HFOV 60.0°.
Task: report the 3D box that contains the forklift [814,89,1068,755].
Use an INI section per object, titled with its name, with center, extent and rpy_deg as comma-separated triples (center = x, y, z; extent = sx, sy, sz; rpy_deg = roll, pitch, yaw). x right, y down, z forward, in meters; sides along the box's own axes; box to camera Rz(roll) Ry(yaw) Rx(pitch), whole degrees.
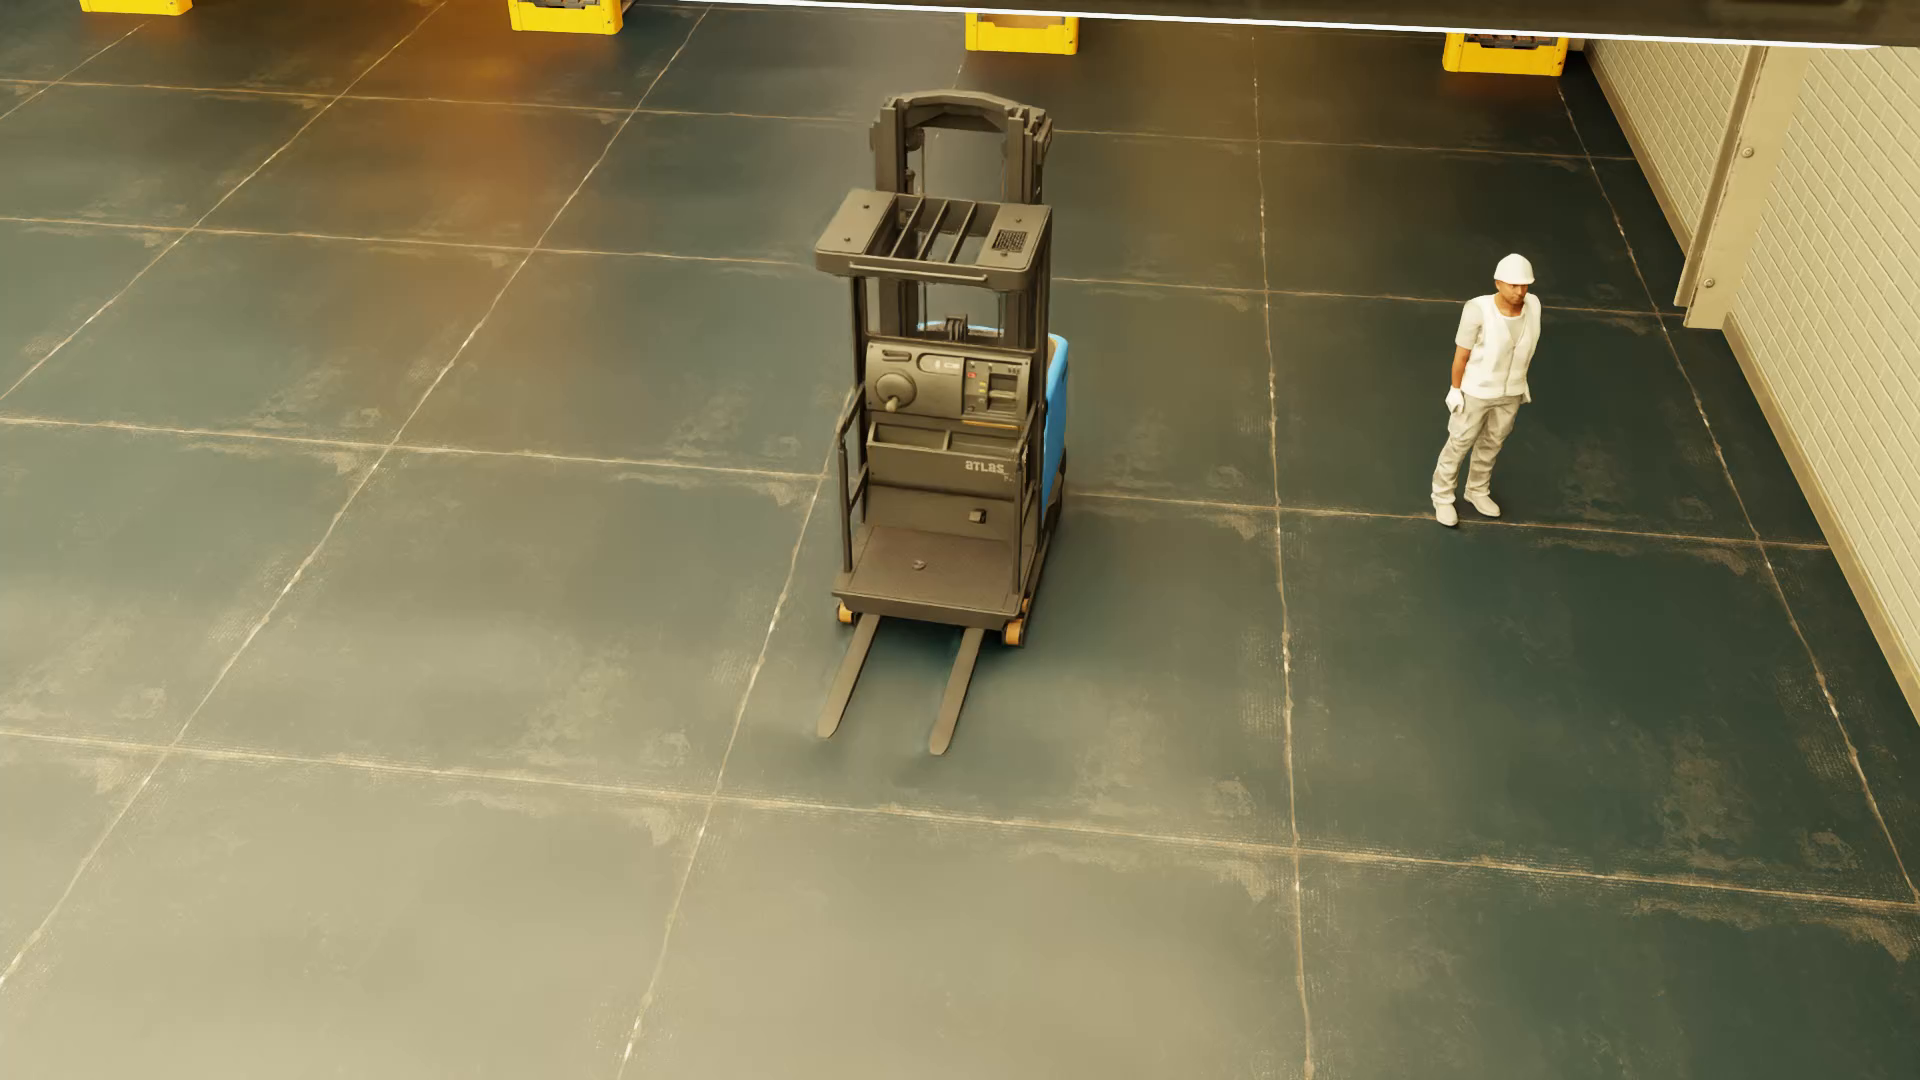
[forklift]
center = -0.112, -0.808, 9.126
extent = 1.130, 2.935, 3.031
rpy_deg = 7, 37, 9

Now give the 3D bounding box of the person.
[person]
center = 3.276, -0.926, 10.251
extent = 0.544, 1.790, 0.371
rpy_deg = -10, 37, -13
